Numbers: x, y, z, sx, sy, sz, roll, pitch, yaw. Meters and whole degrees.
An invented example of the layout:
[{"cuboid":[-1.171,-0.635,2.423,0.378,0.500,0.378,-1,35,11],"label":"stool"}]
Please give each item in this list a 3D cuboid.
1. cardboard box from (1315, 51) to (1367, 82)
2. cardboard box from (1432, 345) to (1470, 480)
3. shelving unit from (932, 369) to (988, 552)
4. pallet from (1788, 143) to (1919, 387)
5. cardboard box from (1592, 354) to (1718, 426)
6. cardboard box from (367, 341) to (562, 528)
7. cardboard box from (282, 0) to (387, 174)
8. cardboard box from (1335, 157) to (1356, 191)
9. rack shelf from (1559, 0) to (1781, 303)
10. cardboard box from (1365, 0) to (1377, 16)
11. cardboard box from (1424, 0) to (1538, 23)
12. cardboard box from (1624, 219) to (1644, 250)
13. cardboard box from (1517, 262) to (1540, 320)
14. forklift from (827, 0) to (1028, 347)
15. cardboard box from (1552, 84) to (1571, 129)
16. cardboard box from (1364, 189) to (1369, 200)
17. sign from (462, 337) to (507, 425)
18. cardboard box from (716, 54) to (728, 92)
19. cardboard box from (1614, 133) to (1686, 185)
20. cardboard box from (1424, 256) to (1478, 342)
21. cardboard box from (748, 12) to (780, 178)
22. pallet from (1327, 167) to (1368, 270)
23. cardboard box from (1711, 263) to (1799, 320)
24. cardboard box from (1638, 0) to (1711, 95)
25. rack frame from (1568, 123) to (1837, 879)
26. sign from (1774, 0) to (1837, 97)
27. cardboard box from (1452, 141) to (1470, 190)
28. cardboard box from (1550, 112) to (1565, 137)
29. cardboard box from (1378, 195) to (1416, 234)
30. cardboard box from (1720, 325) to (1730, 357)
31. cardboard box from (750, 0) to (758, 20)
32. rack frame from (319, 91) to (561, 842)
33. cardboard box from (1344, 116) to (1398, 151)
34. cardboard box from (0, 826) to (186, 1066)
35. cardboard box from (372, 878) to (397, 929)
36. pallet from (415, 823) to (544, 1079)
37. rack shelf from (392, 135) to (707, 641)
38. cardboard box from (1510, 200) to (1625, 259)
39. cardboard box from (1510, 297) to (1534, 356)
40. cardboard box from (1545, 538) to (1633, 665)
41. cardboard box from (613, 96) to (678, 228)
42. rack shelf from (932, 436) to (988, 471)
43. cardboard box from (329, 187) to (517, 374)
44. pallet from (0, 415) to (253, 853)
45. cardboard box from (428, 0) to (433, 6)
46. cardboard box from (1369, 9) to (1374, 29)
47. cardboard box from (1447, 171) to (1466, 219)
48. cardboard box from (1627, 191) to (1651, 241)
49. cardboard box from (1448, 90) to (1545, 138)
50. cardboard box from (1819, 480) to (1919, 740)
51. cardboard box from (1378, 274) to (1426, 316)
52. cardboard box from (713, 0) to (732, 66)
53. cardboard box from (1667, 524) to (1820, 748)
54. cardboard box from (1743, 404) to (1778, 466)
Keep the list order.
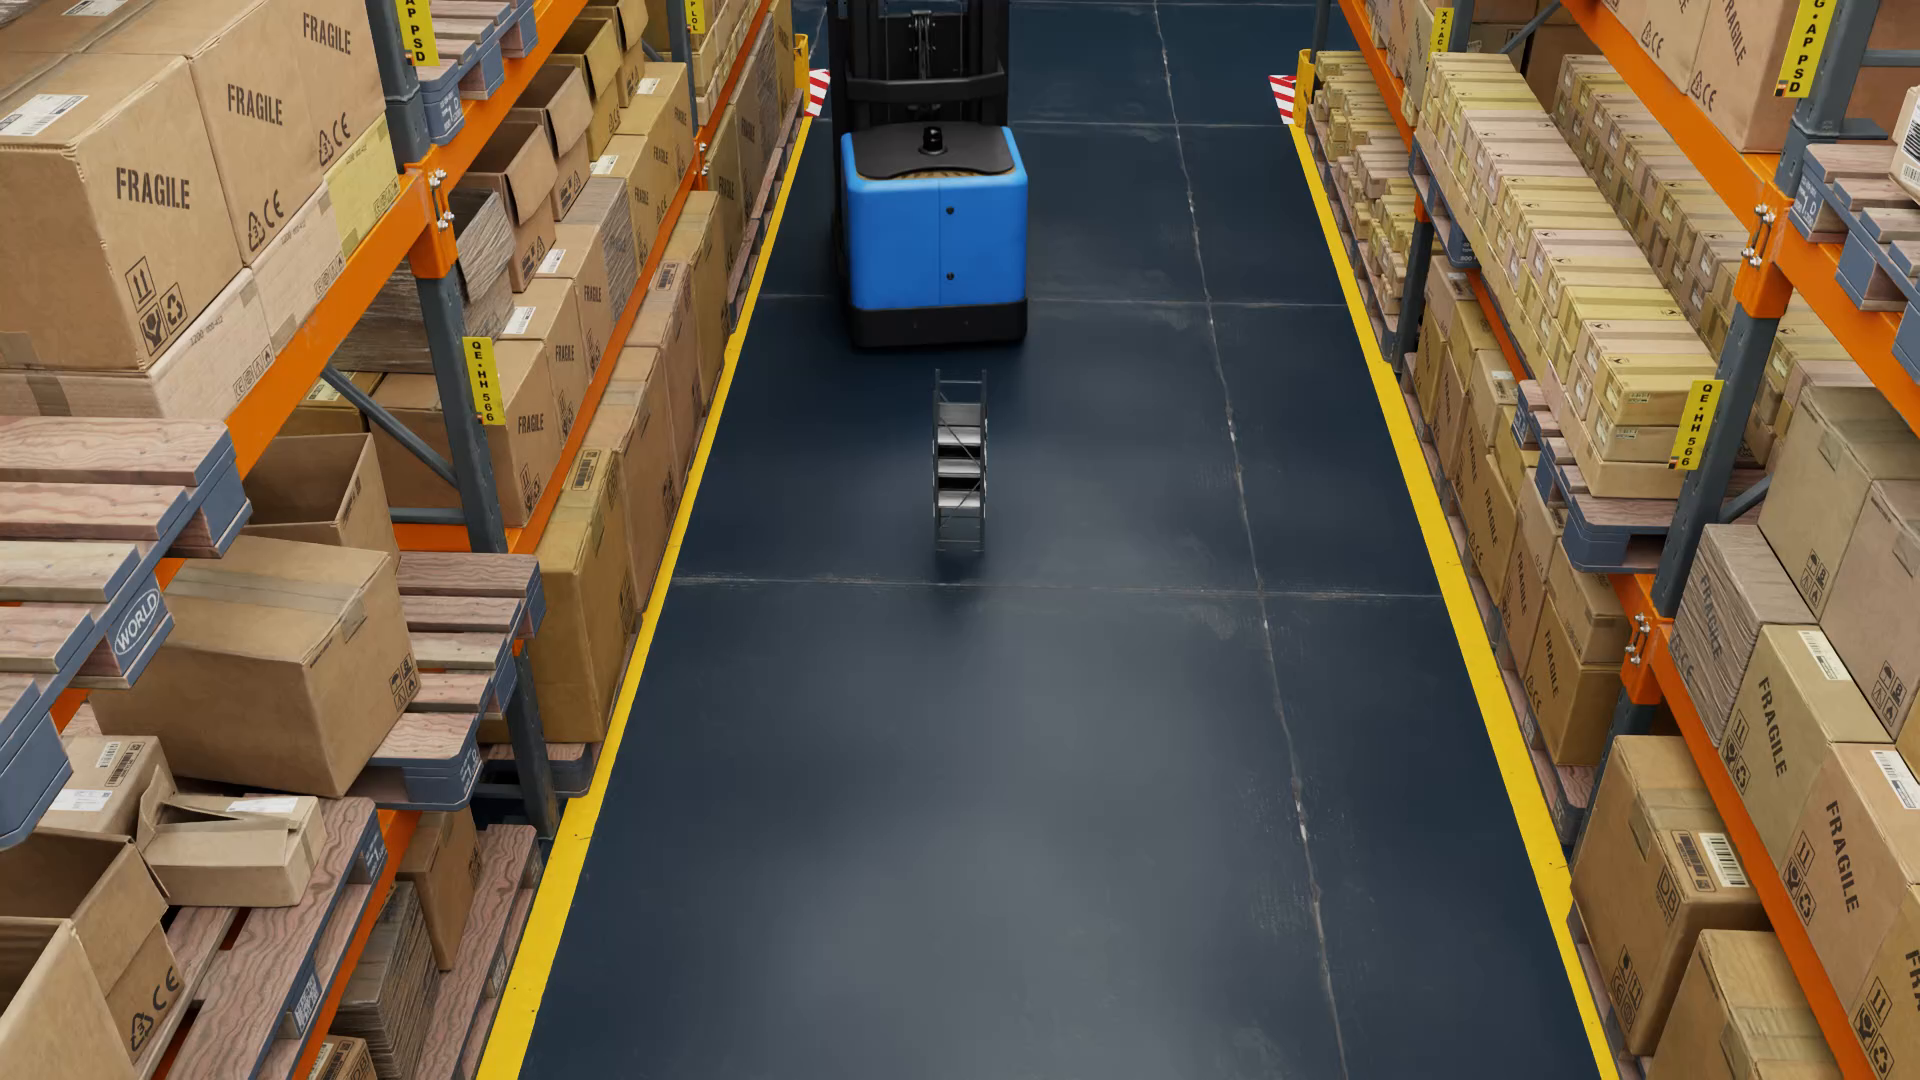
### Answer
[{"cuboid":[2.812,-3.463,12.165,0.380,0.149,0.250,0,35,0],"label":"cardboard box"},{"cuboid":[2.698,-0.636,8.354,0.500,0.500,0.500,3,35,4],"label":"cardboard box"},{"cuboid":[0.000,-0.373,7.998,0.258,0.900,0.210,1,35,2],"label":"shelving unit"},{"cuboid":[2.879,-0.690,4.178,1.213,0.211,1.003,3,35,4],"label":"pallet"},{"cuboid":[2.413,-0.515,5.711,0.380,0.149,0.250,0,35,0],"label":"cardboard box"},{"cuboid":[-1.809,-0.397,6.120,0.500,0.500,0.500,2,35,3],"label":"cardboard box"},{"cuboid":[-1.870,-1.276,4.327,0.500,0.500,0.500,2,35,3],"label":"cardboard box"},{"cuboid":[2.768,-2.489,11.298,0.380,0.149,0.250,0,35,0],"label":"cardboard box"},{"cuboid":[2.932,-1.993,6.494,1.077,0.370,4.000,1,35,2],"label":"rack shelf"},{"cuboid":[2.836,-3.536,10.327,0.500,0.500,0.500,0,35,1],"label":"cardboard box"},{"cuboid":[2.761,-3.057,8.776,0.500,0.500,0.500,0,35,0],"label":"cardboard box"},{"cuboid":[3.145,-1.297,7.340,0.380,0.149,0.250,3,35,4],"label":"cardboard box"},{"cuboid":[2.456,-0.987,6.640,0.380,0.149,0.250,1,35,2],"label":"cardboard box"},{"cuboid":[-0.276,-3.160,10.198,1.130,2.935,3.031,-4,35,-5],"label":"forklift"},{"cuboid":[3.193,-2.166,8.318,0.380,0.149,0.250,2,35,3],"label":"cardboard box"},{"cuboid":[2.828,-2.277,10.736,0.380,0.149,0.250,0,35,0],"label":"cardboard box"},{"cuboid":[-1.558,-0.518,5.440,0.100,0.325,0.005,1,35,2],"label":"sign"},{"cuboid":[-1.575,-2.743,9.763,0.380,0.149,0.250,2,35,3],"label":"cardboard box"},{"cuboid":[3.145,-1.691,7.384,0.380,0.149,0.250,0,35,0],"label":"cardboard box"},{"cuboid":[2.718,-1.246,8.571,0.500,0.250,0.500,0,35,0],"label":"cardboard box"},{"cuboid":[-1.761,-3.090,11.520,0.875,0.875,0.875,1,35,2],"label":"cardboard box"},{"cuboid":[3.050,-2.157,11.136,1.003,0.211,1.213,1,35,2],"label":"pallet"},{"cuboid":[3.097,-0.932,6.303,0.380,0.149,0.250,0,35,0],"label":"cardboard box"},{"cuboid":[2.628,-1.800,5.507,0.500,0.500,0.500,1,35,2],"label":"cardboard box"},{"cuboid":[2.851,0.089,5.514,1.000,3.000,0.127,1,35,2],"label":"rack frame"},{"cuboid":[2.309,-1.363,4.523,0.100,0.325,0.005,1,35,2],"label":"sign"},{"cuboid":[2.509,-1.737,7.708,0.380,0.149,0.250,0,35,0],"label":"cardboard box"},{"cuboid":[3.194,-2.045,8.405,0.380,0.149,0.250,1,35,1],"label":"cardboard box"},{"cuboid":[2.740,-1.959,10.026,0.380,0.149,0.250,1,35,1],"label":"cardboard box"},{"cuboid":[3.088,-0.684,6.209,0.380,0.149,0.250,0,35,0],"label":"cardboard box"},{"cuboid":[-1.526,-3.486,10.821,0.380,0.149,0.250,2,35,3],"label":"cardboard box"},{"cuboid":[-2.100,-0.083,5.760,1.000,3.000,0.127,1,35,2],"label":"rack frame"},{"cuboid":[2.779,-2.706,11.088,0.380,0.149,0.250,2,35,3],"label":"cardboard box"},{"cuboid":[-2.284,1.003,3.760,0.797,0.503,0.637,5,35,7],"label":"cardboard box"},{"cuboid":[-2.109,1.143,5.154,0.500,0.250,0.500,5,35,7],"label":"cardboard box"},{"cuboid":[-2.133,1.506,5.923,1.003,0.211,1.213,1,35,2],"label":"pallet"},{"cuboid":[-2.020,-0.938,7.602,1.077,0.370,4.000,1,35,2],"label":"rack shelf"},{"cuboid":[2.467,-1.258,6.767,0.380,0.149,0.250,3,35,4],"label":"cardboard box"},{"cuboid":[2.457,-0.862,6.721,0.380,0.149,0.250,0,35,0],"label":"cardboard box"},{"cuboid":[2.617,0.234,6.464,0.500,0.250,0.500,1,35,1],"label":"cardboard box"},{"cuboid":[-1.712,-1.863,8.206,0.500,0.500,0.500,2,35,3],"label":"cardboard box"},{"cuboid":[0.000,-0.419,7.965,0.258,0.077,0.200,1,35,2],"label":"rack shelf"},{"cuboid":[-2.055,-0.954,6.040,0.797,0.503,0.637,2,35,3],"label":"cardboard box"},{"cuboid":[-2.091,0.116,3.031,1.213,0.211,1.003,1,35,2],"label":"pallet"},{"cuboid":[-2.148,-1.877,5.248,0.797,0.503,0.637,3,35,5],"label":"cardboard box"},{"cuboid":[2.821,-3.328,10.596,0.380,0.149,0.250,3,35,4],"label":"cardboard box"},{"cuboid":[2.506,-1.615,7.793,0.380,0.149,0.250,2,35,2],"label":"cardboard box"},{"cuboid":[3.144,-1.409,7.241,0.380,0.149,0.250,1,35,2],"label":"cardboard box"},{"cuboid":[2.519,-1.998,7.820,0.380,0.149,0.250,2,35,2],"label":"cardboard box"},{"cuboid":[2.805,0.188,4.418,0.700,0.500,0.500,1,35,1],"label":"cardboard box"},{"cuboid":[2.687,-1.447,9.815,0.380,0.149,0.250,2,35,2],"label":"cardboard box"},{"cuboid":[-1.634,-2.991,9.769,0.500,0.250,0.500,1,35,2],"label":"cardboard box"},{"cuboid":[2.564,0.300,5.127,0.500,0.500,0.500,2,35,2],"label":"cardboard box"},{"cuboid":[3.082,-0.386,6.044,0.380,0.149,0.250,3,35,4],"label":"cardboard box"}]
